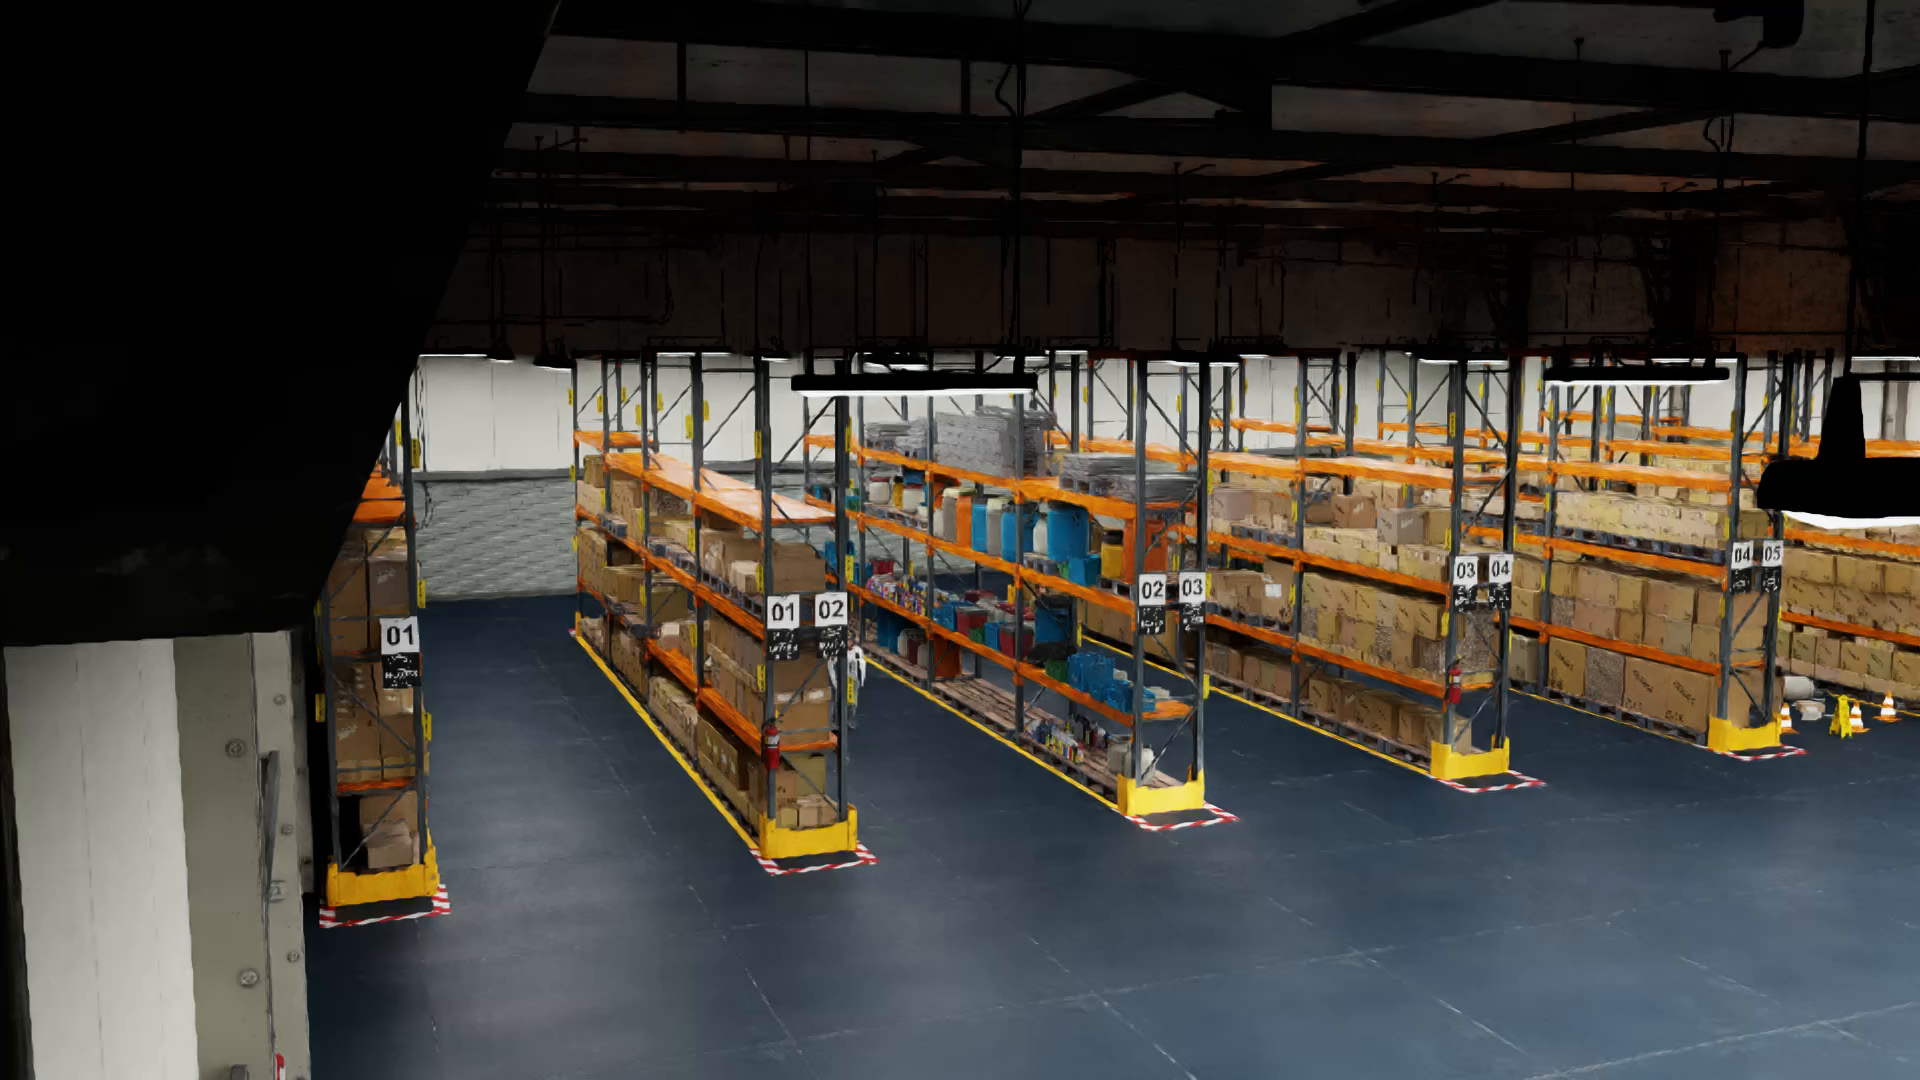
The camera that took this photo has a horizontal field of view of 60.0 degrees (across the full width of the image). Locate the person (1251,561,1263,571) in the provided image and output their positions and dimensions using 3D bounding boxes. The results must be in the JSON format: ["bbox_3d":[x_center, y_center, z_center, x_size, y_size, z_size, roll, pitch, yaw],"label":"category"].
[{"bbox_3d":[7.909,-0.052,44.326,0.580,1.774,0.571,2,7,14],"label":"person"}]

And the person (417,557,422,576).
[{"bbox_3d":[-12.520,0.857,37.462,0.536,1.656,0.670,4,8,28],"label":"person"}]

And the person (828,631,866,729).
[{"bbox_3d":[-1.808,2.231,26.587,0.639,1.632,0.506,-3,8,-22],"label":"person"}]

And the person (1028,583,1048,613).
[{"bbox_3d":[1.571,1.578,31.805,0.457,1.612,1.019,-3,8,-22],"label":"person"}]
